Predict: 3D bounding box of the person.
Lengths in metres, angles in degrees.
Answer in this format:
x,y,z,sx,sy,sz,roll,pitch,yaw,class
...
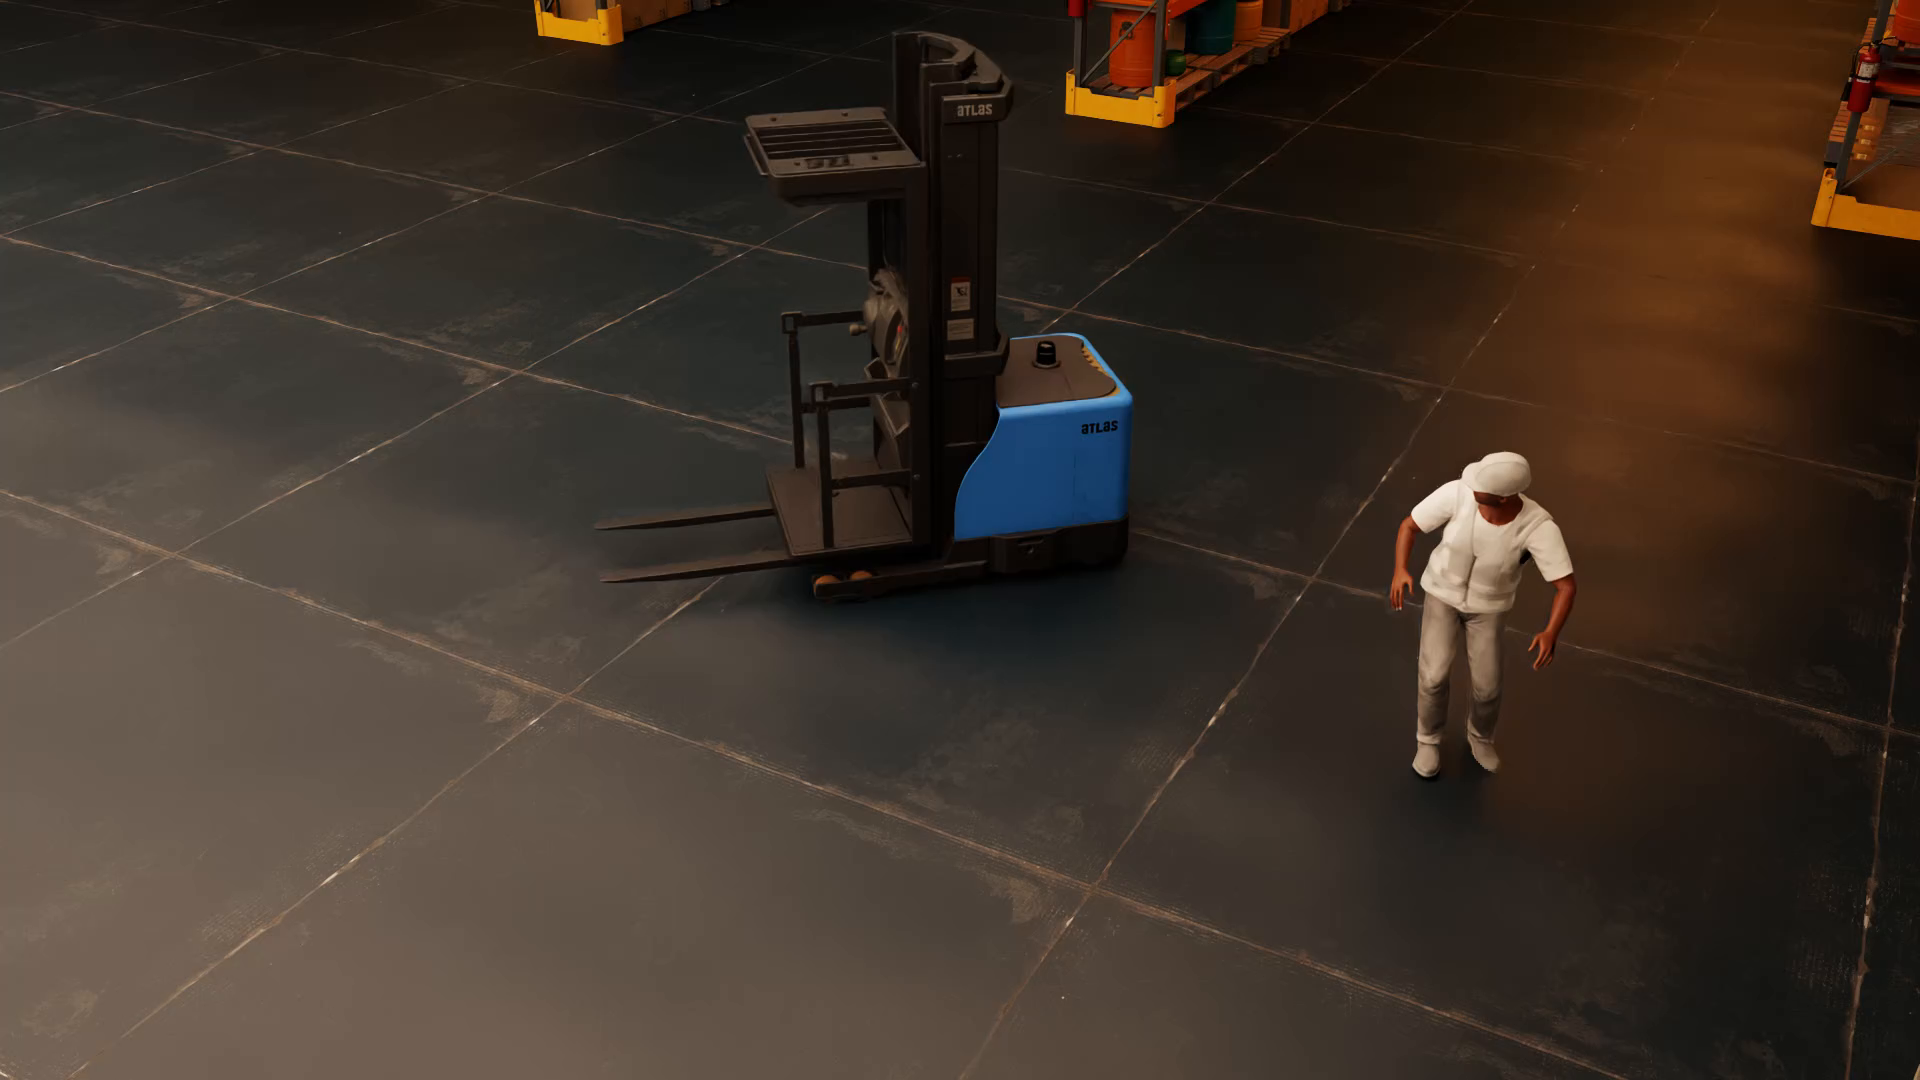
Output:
x,y,z,sx,sy,sz,roll,pitch,yaw,class
2.391,0.361,7.722,0.821,1.716,0.645,11,32,18,person

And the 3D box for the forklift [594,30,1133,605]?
x,y,z,sx,sy,sz,roll,pitch,yaw,class
-0.592,-1.193,9.138,3.031,2.935,1.130,-7,31,-12,forklift
